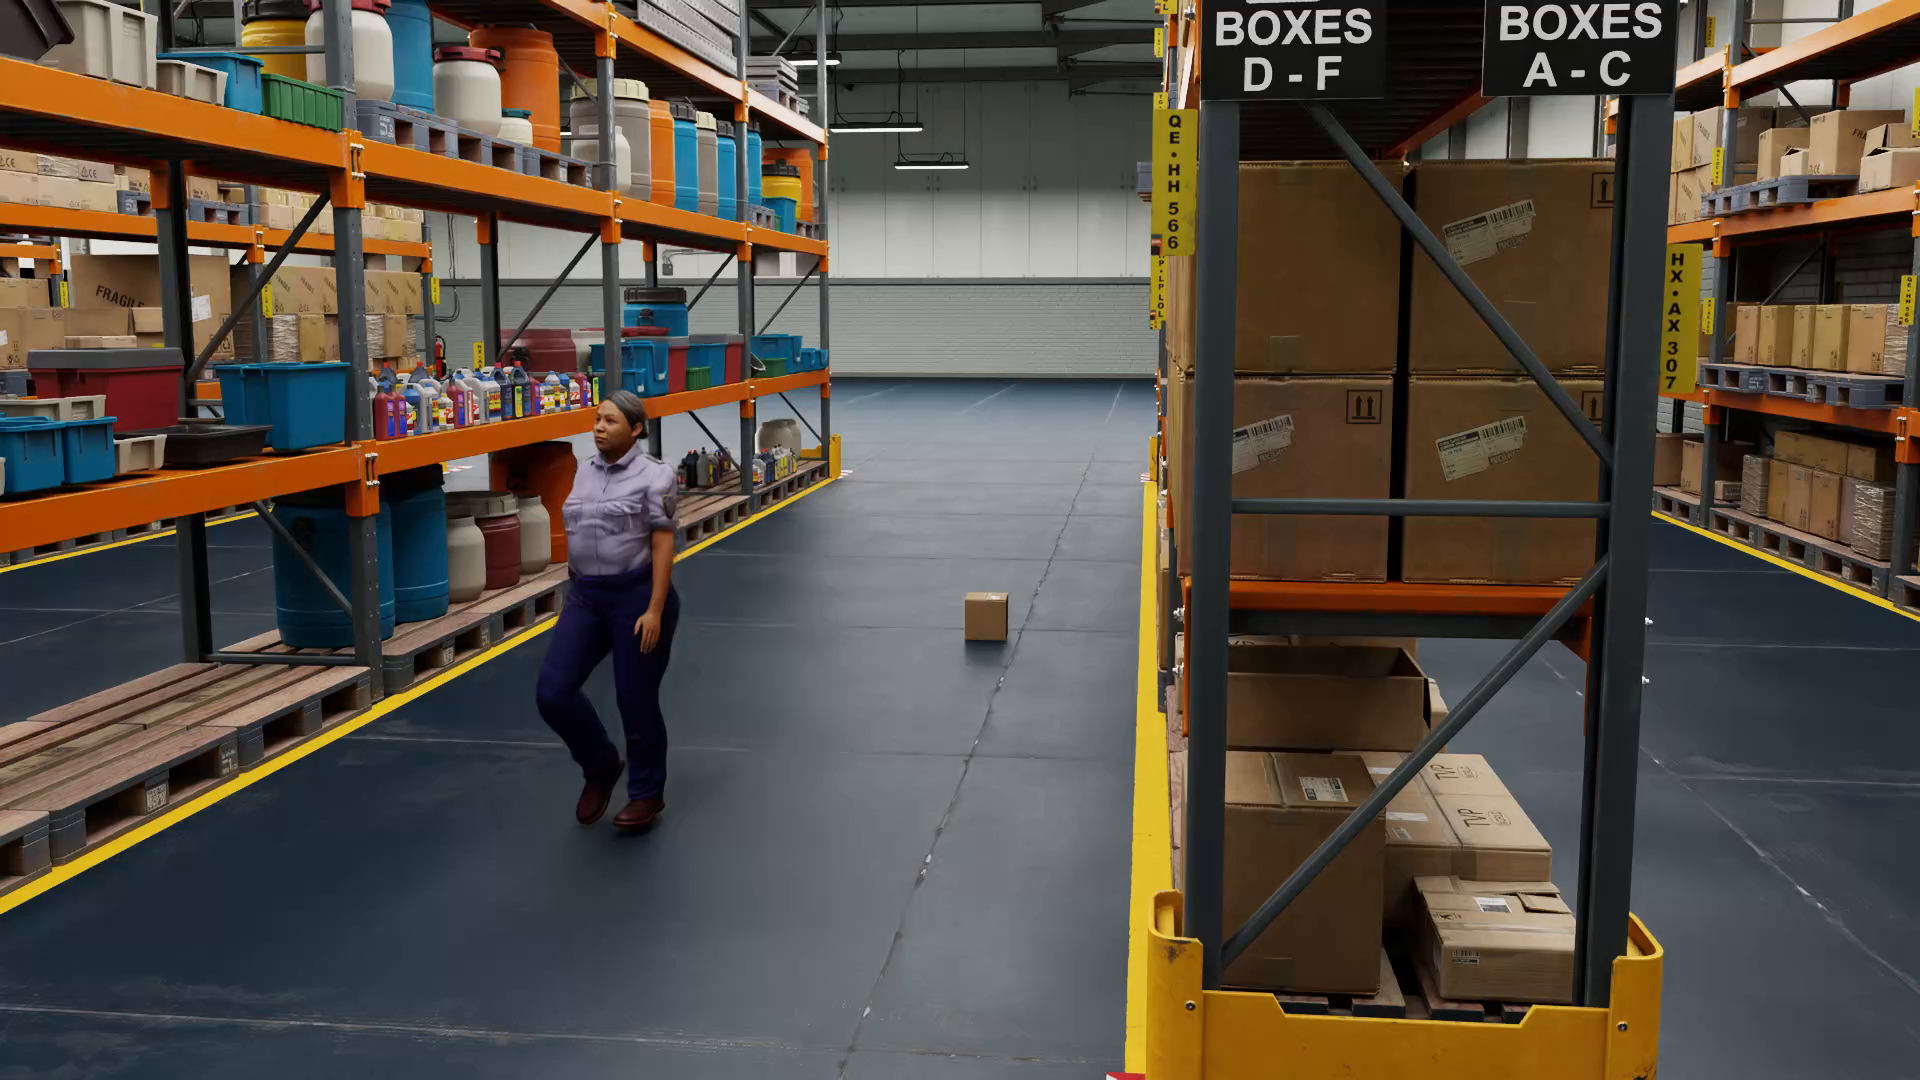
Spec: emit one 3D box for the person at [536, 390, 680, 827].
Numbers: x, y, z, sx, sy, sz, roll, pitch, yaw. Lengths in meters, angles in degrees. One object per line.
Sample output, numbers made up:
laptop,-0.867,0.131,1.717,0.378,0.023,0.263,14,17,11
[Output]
person,-1.302,0.277,6.220,0.486,1.667,0.443,3,8,23
